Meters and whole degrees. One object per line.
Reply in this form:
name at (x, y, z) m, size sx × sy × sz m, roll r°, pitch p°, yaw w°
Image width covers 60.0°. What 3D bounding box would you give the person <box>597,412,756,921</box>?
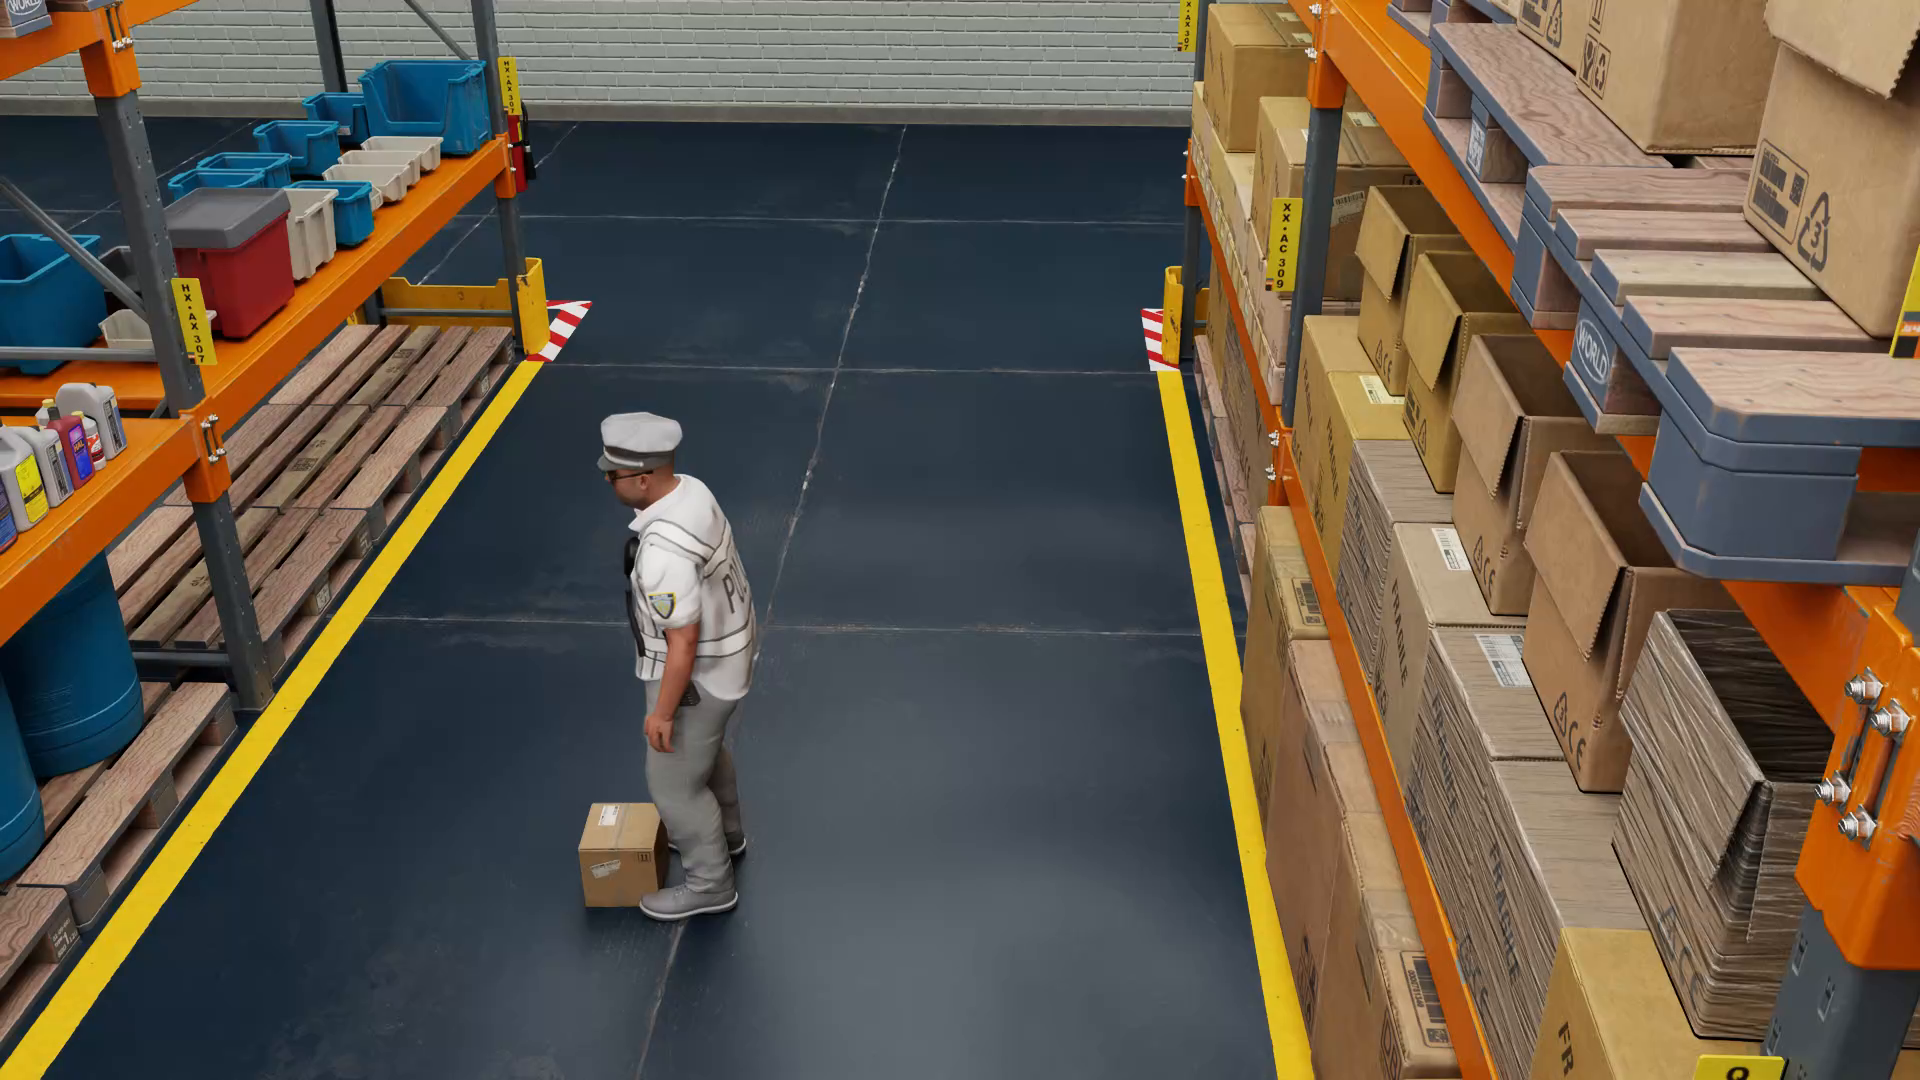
person at (-0.868, 0.412, 5.328) m, size 0.429 × 1.751 × 0.606 m, roll 0°, pitch 28°, yaw -1°
